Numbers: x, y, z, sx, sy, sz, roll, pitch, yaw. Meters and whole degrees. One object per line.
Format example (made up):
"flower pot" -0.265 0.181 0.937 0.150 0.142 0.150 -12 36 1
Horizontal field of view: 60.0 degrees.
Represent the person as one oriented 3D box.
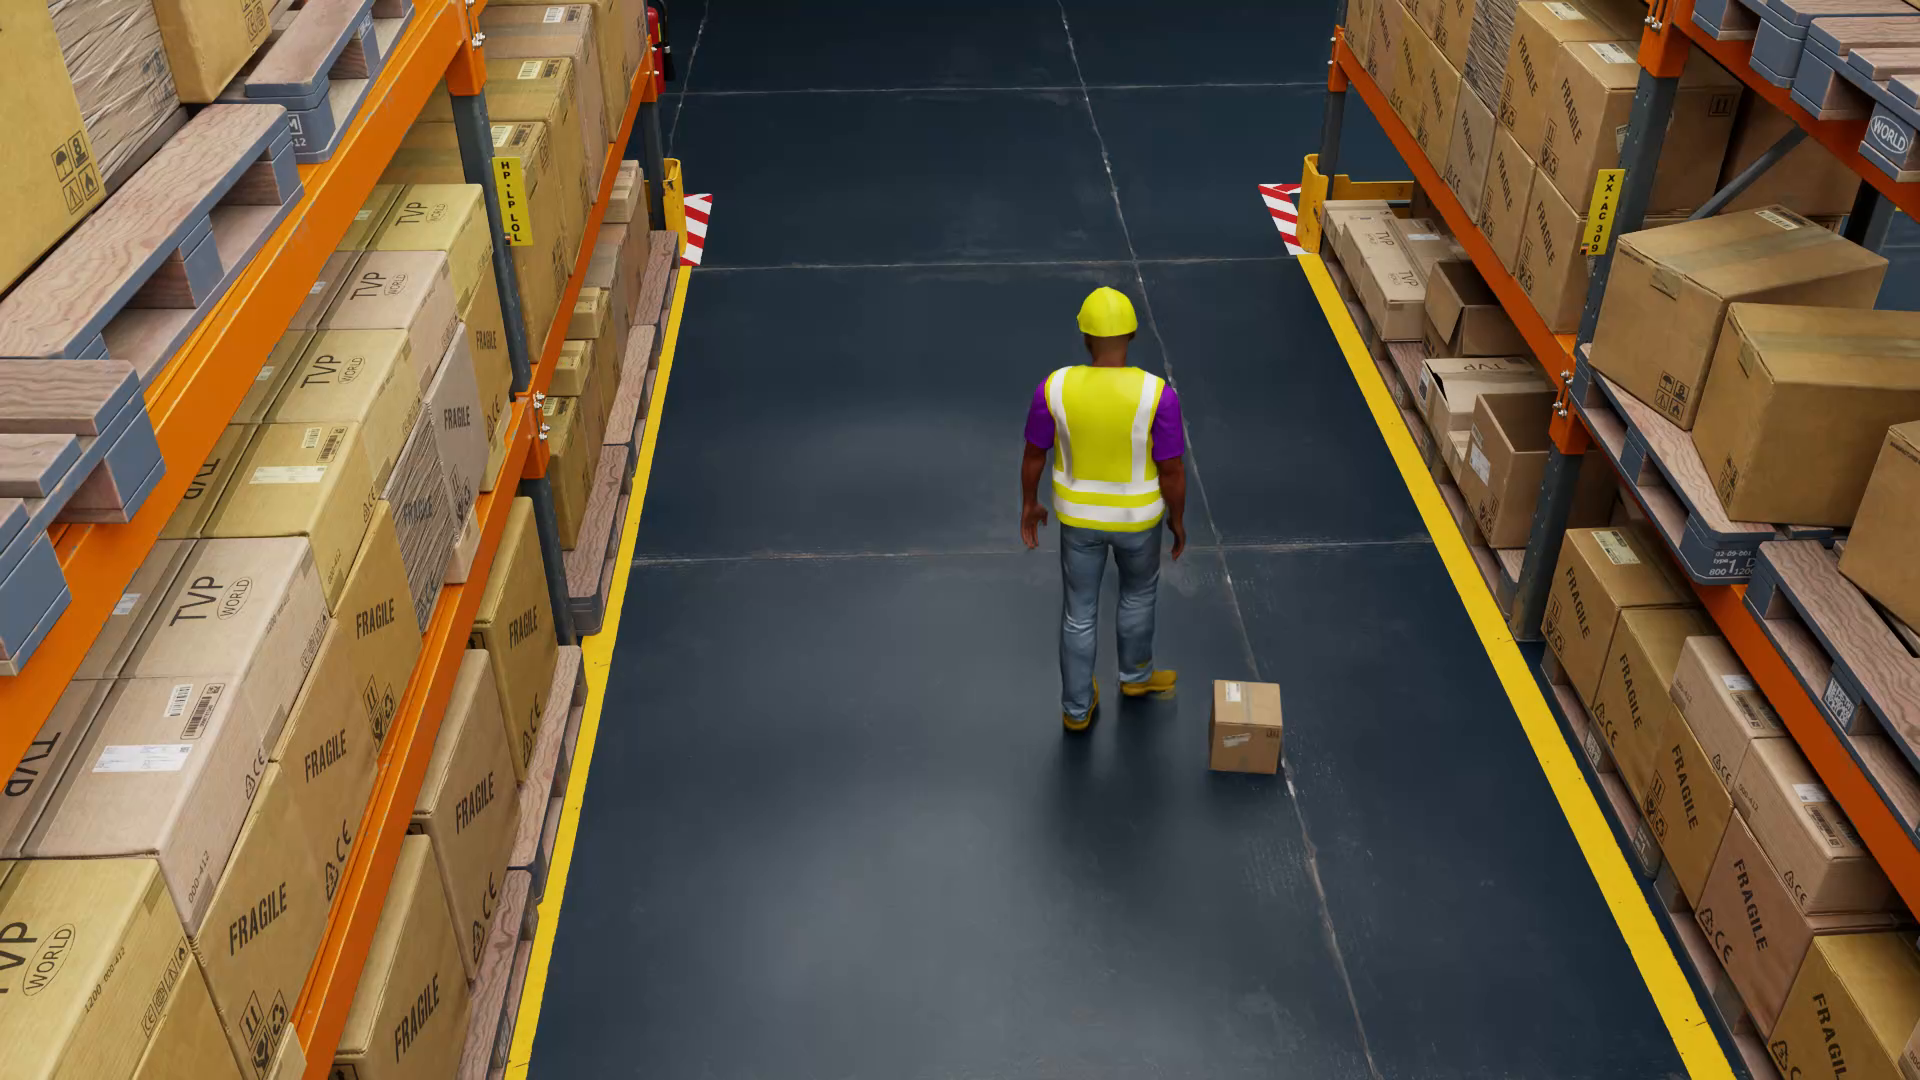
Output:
"person" 0.539 -0.068 6.252 0.647 1.812 0.542 8 36 11
